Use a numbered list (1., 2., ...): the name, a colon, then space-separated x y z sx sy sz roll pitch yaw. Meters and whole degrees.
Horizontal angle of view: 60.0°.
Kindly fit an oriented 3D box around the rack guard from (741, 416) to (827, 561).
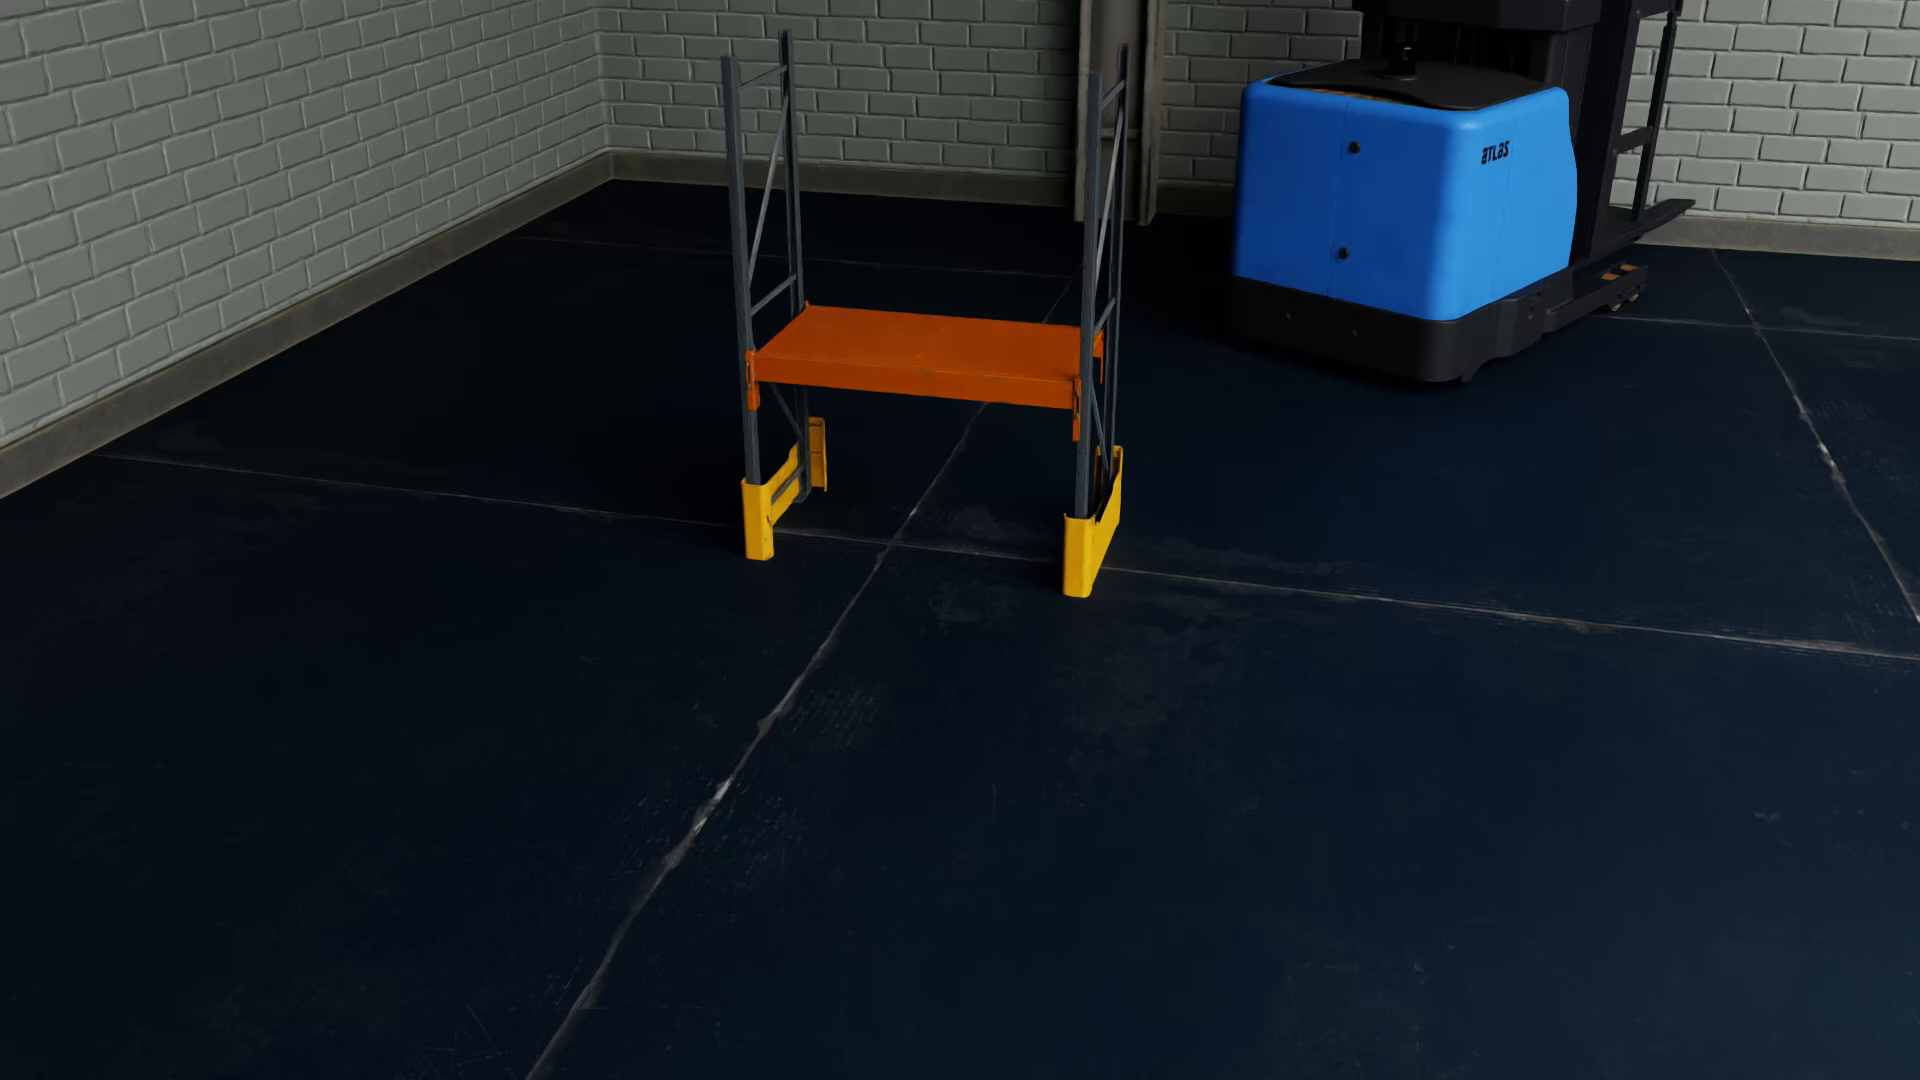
1. rack guard: -0.556 -0.174 5.325 0.087 0.250 0.587 6 26 13

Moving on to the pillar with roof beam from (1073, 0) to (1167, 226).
1. pillar with roof beam: -0.244 -4.000 3.182 0.400 9.000 9.100 6 26 13

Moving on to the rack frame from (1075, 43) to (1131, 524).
1. rack frame: 0.410 -0.632 4.832 0.032 1.500 0.500 6 26 13

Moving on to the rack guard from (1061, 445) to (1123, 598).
1. rack guard: 0.408 -0.068 5.101 0.087 0.250 0.587 6 26 13

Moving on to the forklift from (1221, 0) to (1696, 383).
1. forklift: 2.459 -2.471 7.031 1.130 2.935 3.031 22 33 38

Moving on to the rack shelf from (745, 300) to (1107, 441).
1. rack shelf: -0.083 -0.524 5.024 1.000 0.185 0.538 6 26 13

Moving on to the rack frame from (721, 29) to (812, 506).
1. rack frame: -0.575 -0.741 5.061 0.032 1.500 0.500 6 26 13

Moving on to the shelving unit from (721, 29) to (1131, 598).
1. shelving unit: -0.074 -0.685 4.945 1.083 1.500 0.587 6 26 13
